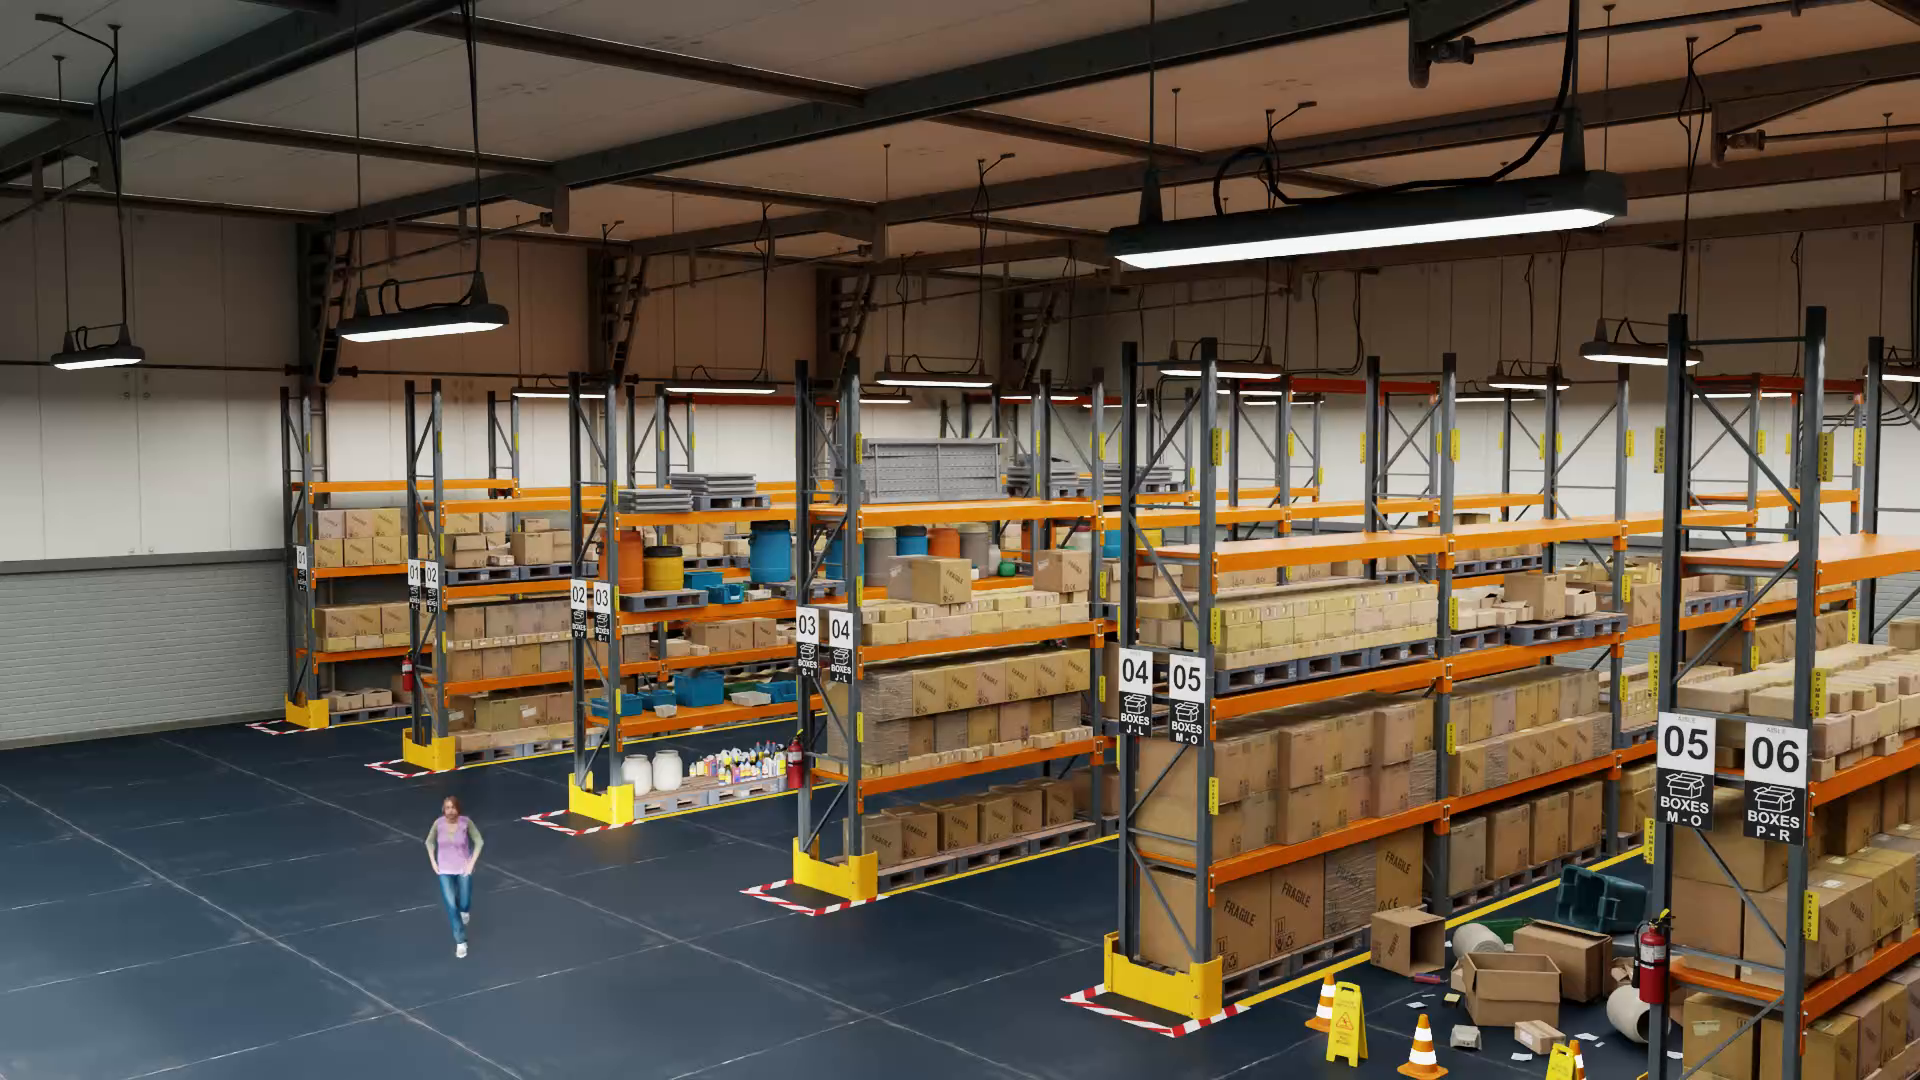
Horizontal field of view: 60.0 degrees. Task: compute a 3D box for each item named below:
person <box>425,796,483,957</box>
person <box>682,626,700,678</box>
[{"bbox_3d":[-5.074,3.328,16.700,0.559,1.576,0.692,-1,4,-11],"label":"person"},{"bbox_3d":[-5.090,2.397,31.258,0.516,1.555,0.545,-3,5,-40],"label":"person"}]
